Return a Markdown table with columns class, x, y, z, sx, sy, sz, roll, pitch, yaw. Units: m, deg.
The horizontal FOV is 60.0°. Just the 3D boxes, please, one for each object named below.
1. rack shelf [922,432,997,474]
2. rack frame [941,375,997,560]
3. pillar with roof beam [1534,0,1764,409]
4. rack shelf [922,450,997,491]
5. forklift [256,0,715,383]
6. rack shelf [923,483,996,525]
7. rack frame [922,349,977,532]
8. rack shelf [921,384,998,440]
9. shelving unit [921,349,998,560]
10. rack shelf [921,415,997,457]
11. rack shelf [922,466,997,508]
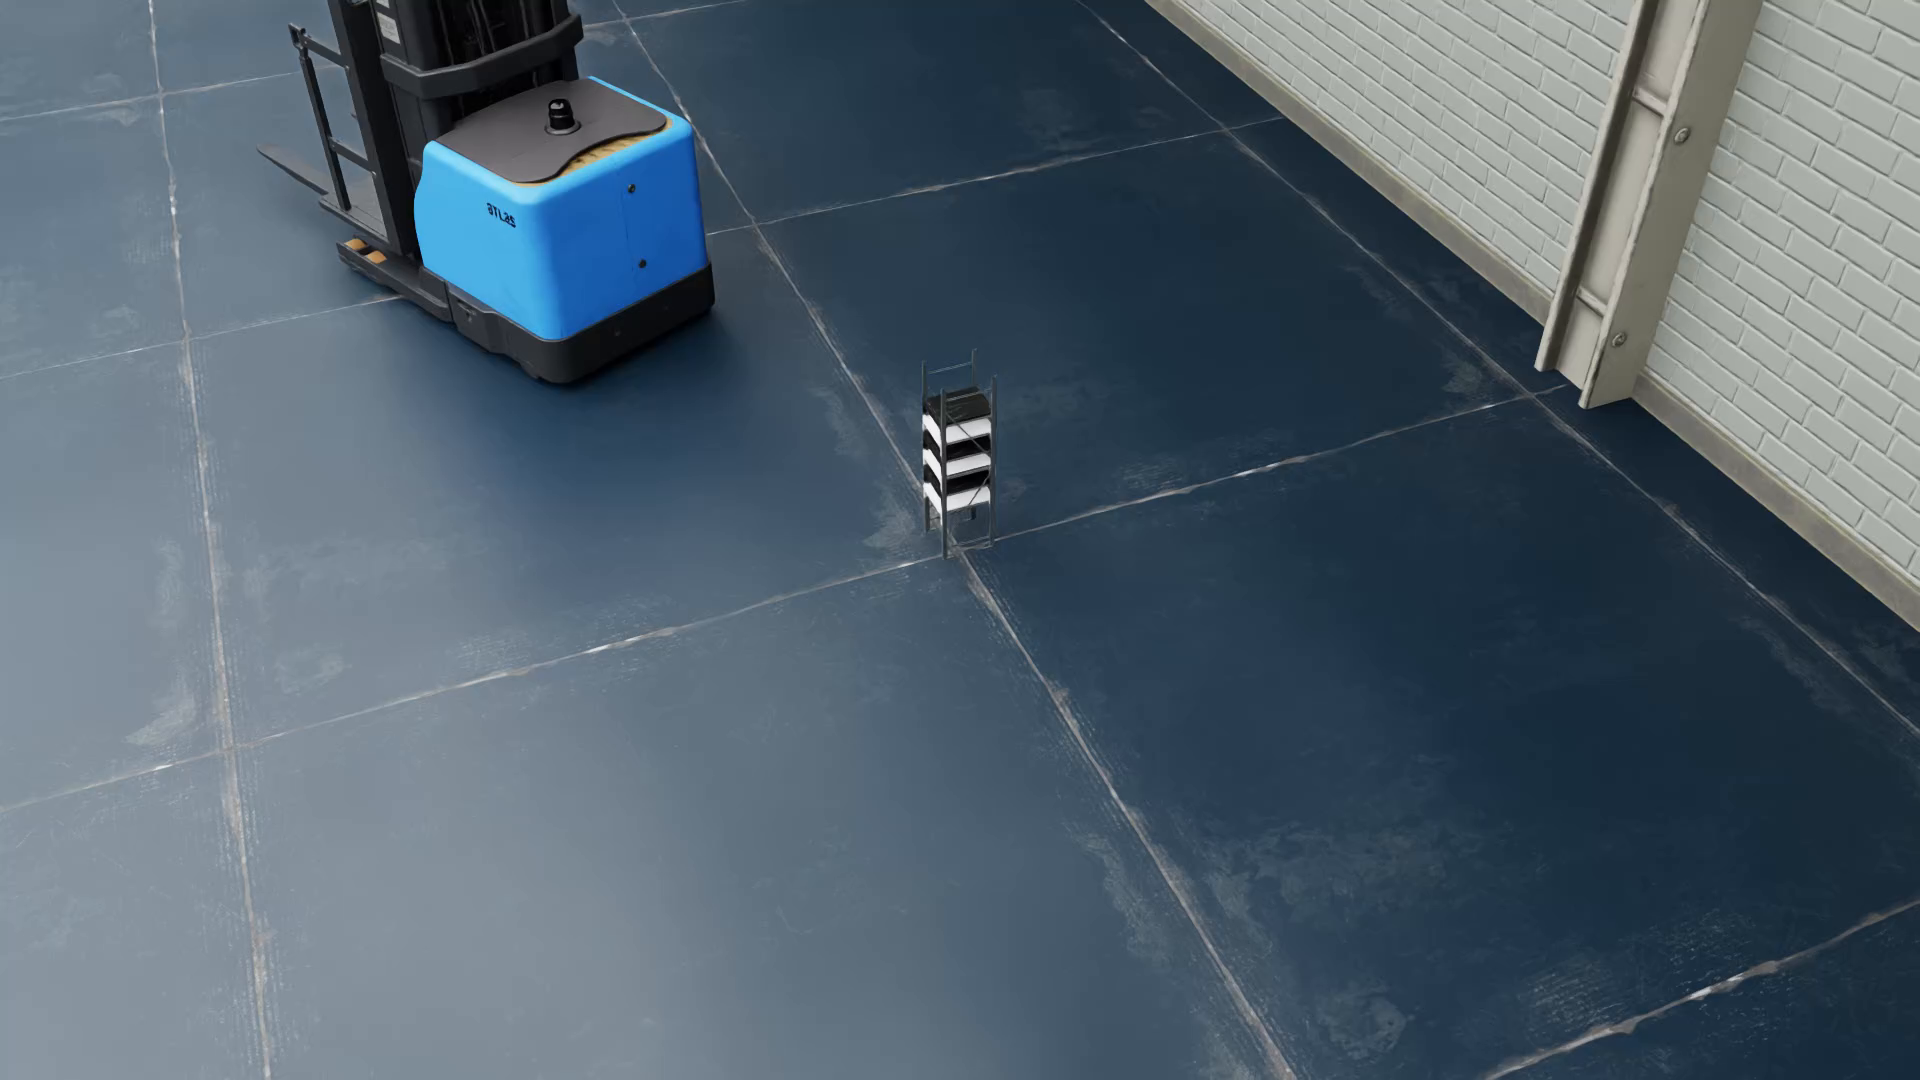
| class | x | y | z | sx | sy | sz | roll | pitch | yaw |
| --- | --- | --- | --- | --- | --- | --- | --- | --- | --- |
| rack shelf | -0.003 | -0.389 | 6.925 | 0.258 | 0.077 | 0.200 | -15 | 43 | -17 |
| rack frame | 0.036 | -0.285 | 6.891 | 0.240 | 0.900 | 0.006 | -15 | 43 | -17 |
| pillar with roof beam | -0.914 | -3.121 | 3.978 | 9.100 | 9.000 | 0.400 | -15 | 43 | -17 |
| rack shelf | -0.003 | -0.321 | 6.984 | 0.258 | 0.077 | 0.200 | -15 | 43 | -17 |
| forklift | -2.692 | -2.700 | 8.142 | 3.031 | 2.935 | 1.130 | 31 | 49 | 31 |
| rack shelf | -0.003 | -0.184 | 7.101 | 0.258 | 0.077 | 0.200 | -15 | 43 | -17 |
| rack frame | -0.042 | -0.407 | 7.034 | 0.240 | 0.900 | 0.006 | -15 | 43 | -17 |
| rack shelf | -0.003 | -0.526 | 6.808 | 0.258 | 0.077 | 0.200 | -15 | 43 | -17 |
| shelving unit | -0.003 | -0.346 | 6.962 | 0.258 | 0.900 | 0.210 | -15 | 43 | -17 |
| rack shelf | -0.003 | -0.457 | 6.867 | 0.258 | 0.077 | 0.200 | -15 | 43 | -17 |
| rack shelf | -0.003 | -0.253 | 7.043 | 0.258 | 0.077 | 0.200 | -15 | 43 | -17 |
